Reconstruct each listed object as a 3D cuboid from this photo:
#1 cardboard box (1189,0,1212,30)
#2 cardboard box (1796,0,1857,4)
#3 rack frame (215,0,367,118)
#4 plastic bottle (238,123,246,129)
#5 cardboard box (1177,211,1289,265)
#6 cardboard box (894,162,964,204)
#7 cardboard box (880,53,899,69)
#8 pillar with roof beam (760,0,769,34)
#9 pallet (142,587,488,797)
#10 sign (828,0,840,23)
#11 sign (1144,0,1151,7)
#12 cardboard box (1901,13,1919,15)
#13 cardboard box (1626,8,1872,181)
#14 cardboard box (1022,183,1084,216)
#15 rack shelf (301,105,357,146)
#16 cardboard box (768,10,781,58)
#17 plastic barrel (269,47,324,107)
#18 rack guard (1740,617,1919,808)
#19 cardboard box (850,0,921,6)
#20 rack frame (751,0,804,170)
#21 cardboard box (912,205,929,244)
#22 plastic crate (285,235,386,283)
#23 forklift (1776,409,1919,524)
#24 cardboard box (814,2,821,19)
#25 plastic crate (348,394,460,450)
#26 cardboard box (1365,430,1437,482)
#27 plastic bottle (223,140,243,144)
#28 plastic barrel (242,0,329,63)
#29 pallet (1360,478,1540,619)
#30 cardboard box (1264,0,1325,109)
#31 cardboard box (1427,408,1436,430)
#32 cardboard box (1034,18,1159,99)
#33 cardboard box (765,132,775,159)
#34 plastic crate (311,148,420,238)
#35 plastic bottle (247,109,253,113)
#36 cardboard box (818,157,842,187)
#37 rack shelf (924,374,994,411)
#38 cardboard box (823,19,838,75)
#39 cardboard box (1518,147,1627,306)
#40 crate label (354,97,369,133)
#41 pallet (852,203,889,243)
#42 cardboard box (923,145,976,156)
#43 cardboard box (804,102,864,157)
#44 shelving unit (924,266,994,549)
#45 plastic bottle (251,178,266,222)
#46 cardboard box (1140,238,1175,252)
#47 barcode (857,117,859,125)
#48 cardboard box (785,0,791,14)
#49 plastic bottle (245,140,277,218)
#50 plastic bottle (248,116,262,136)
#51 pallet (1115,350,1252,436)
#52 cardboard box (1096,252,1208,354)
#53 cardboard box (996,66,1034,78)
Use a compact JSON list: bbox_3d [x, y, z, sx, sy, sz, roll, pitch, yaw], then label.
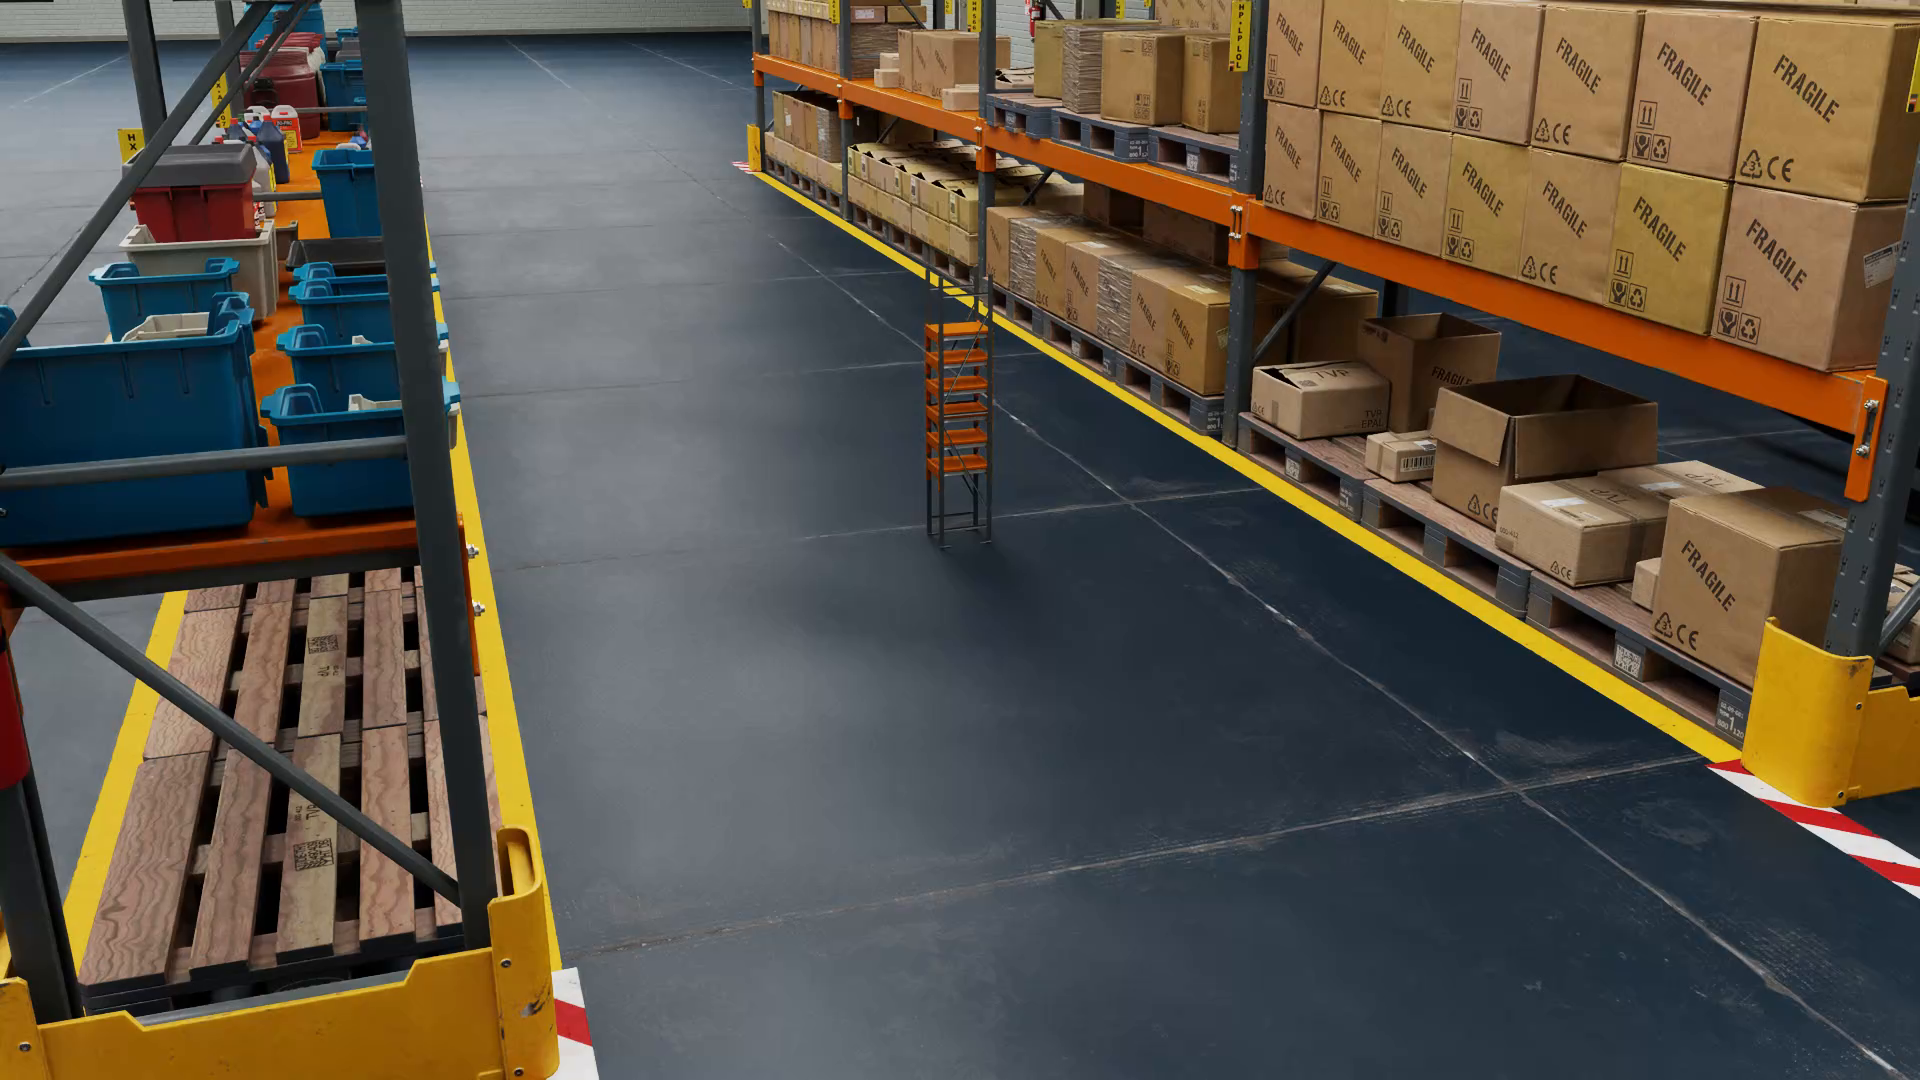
[{"bbox_3d":[2.981,-6.116,19.089,0.500,0.500,0.500,-7,21,-19],"label":"cardboard box"},{"bbox_3d":[5.884,-3.485,10.956,0.500,0.250,0.500,-6,21,-16],"label":"cardboard box"},{"bbox_3d":[-4.077,-2.715,10.539,1.000,3.000,0.127,-6,21,-17],"label":"rack frame"},{"bbox_3d":[-3.977,-2.176,9.228,0.097,0.271,0.097,0,20,0],"label":"plastic bottle"},{"bbox_3d":[1.649,-1.842,10.046,0.500,0.250,0.500,-6,21,-17],"label":"cardboard box"},{"bbox_3d":[-0.253,-3.039,14.058,0.500,0.311,0.500,-6,21,-16],"label":"cardboard box"},{"bbox_3d":[-0.434,-4.300,15.173,0.500,0.250,0.500,-5,20,-14],"label":"cardboard box"},{"bbox_3d":[-9.661,-18.196,44.763,9.100,9.000,0.400,-6,21,-17],"label":"pillar with roof beam"},{"bbox_3d":[-2.164,0.505,5.699,1.003,0.211,1.213,-6,21,-17],"label":"pallet"},{"bbox_3d":[-1.157,-4.909,15.249,0.100,0.325,0.005,-6,21,-17],"label":"sign"},{"bbox_3d":[2.299,-6.685,20.310,0.100,0.325,0.005,-6,21,-17],"label":"sign"},{"bbox_3d":[3.252,-1.361,5.142,0.500,0.500,0.500,-6,21,-16],"label":"cardboard box"},{"bbox_3d":[2.581,-1.466,5.435,0.500,0.500,0.500,-6,21,-16],"label":"cardboard box"},{"bbox_3d":[0.741,-2.607,12.855,0.500,0.311,0.500,-6,21,-15],"label":"cardboard box"},{"bbox_3d":[-4.705,-3.019,12.447,1.077,0.370,4.000,-6,21,-17],"label":"rack shelf"},{"bbox_3d":[-1.753,-5.704,18.711,0.700,0.500,0.500,-6,21,-17],"label":"cardboard box"},{"bbox_3d":[-4.735,-3.211,11.752,0.421,0.512,0.421,0,20,0],"label":"plastic barrel"},{"bbox_3d":[3.117,0.479,5.344,1.175,0.500,0.348,-6,21,-17],"label":"rack guard"},{"bbox_3d":[-0.776,-5.323,15.733,0.700,0.500,0.500,-6,21,-17],"label":"cardboard box"},{"bbox_3d":[-1.888,-5.808,19.148,1.000,3.000,0.127,-6,21,-17],"label":"rack frame"},{"bbox_3d":[-0.091,-2.614,13.702,0.500,0.250,0.500,-6,21,-16],"label":"cardboard box"},{"bbox_3d":[-2.213,-1.000,6.081,0.437,0.125,0.590,-6,21,-17],"label":"plastic crate"},{"bbox_3d":[4.976,-1.413,7.015,1.130,2.935,3.031,-5,20,-14],"label":"forklift"},{"bbox_3d":[-1.237,-5.268,16.537,0.380,0.149,0.250,-6,21,-17],"label":"cardboard box"},{"bbox_3d":[-1.350,-0.278,4.055,0.250,0.136,0.298,-6,21,-17],"label":"plastic crate"},{"bbox_3d":[2.092,-0.396,7.623,0.380,0.166,0.250,-6,21,-17],"label":"cardboard box"},{"bbox_3d":[-3.639,-1.862,8.347,0.152,0.276,0.135,-6,21,-17],"label":"plastic bottle"},{"bbox_3d":[-5.500,-4.079,13.593,0.600,0.901,0.708,-6,21,-17],"label":"plastic barrel"},{"bbox_3d":[2.486,-0.032,7.193,1.003,0.211,1.213,-6,21,-17],"label":"pallet"},{"bbox_3d":[1.765,-2.293,7.737,0.500,0.500,0.500,-6,21,-16],"label":"cardboard box"},{"bbox_3d":[2.507,-0.556,8.092,0.380,0.149,0.250,-6,21,-17],"label":"cardboard box"},{"bbox_3d":[0.932,-3.295,11.384,0.700,0.500,0.500,-15,24,-35],"label":"cardboard box"},{"bbox_3d":[-1.930,-4.516,18.997,0.500,0.250,0.500,-6,21,-17],"label":"cardboard box"},{"bbox_3d":[-2.349,-1.339,6.642,0.392,0.384,0.575,-6,21,-17],"label":"plastic crate"},{"bbox_3d":[-4.237,-2.441,9.967,0.097,0.271,0.097,0,20,0],"label":"plastic bottle"},{"bbox_3d":[-1.131,-3.715,16.768,0.500,0.250,0.500,-6,21,-17],"label":"cardboard box"},{"bbox_3d":[-0.005,-0.640,7.201,0.258,0.103,0.180,-6,21,-17],"label":"rack shelf"},{"bbox_3d":[-0.948,-4.881,16.422,0.700,0.500,0.500,-7,21,-18],"label":"cardboard box"},{"bbox_3d":[2.424,-1.162,6.066,0.500,0.500,0.500,-6,21,-17],"label":"cardboard box"},{"bbox_3d":[-3.853,-2.812,11.055,0.303,0.233,0.416,-6,21,-17],"label":"crate label"},{"bbox_3d":[-0.362,-2.979,15.399,1.003,0.211,1.213,-6,21,-17],"label":"pallet"},{"bbox_3d":[-0.061,-3.426,15.134,0.500,0.311,0.500,-6,21,-16],"label":"cardboard box"},{"bbox_3d":[-1.291,-4.228,17.087,0.500,0.500,0.500,-6,21,-17],"label":"cardboard box"},{"bbox_3d":[-0.005,-0.569,7.227,0.258,1.200,0.189,-6,21,-17],"label":"shelving unit"},{"bbox_3d":[-3.252,-1.567,7.635,0.097,0.201,0.097,0,20,0],"label":"plastic bottle"},{"bbox_3d":[1.477,-1.662,10.653,0.500,0.500,0.500,-7,21,-19],"label":"cardboard box"},{"bbox_3d":[-0.945,-3.880,15.409,0.001,0.075,0.075,-6,21,-17],"label":"barcode"},{"bbox_3d":[-1.643,-5.680,17.686,0.380,0.149,0.250,-7,21,-19],"label":"cardboard box"},{"bbox_3d":[-3.282,-1.684,7.741,0.144,0.351,0.185,-6,21,-17],"label":"plastic bottle"},{"bbox_3d":[-4.034,-2.299,9.571,0.097,0.271,0.097,0,20,0],"label":"plastic bottle"},{"bbox_3d":[1.593,-0.901,9.614,1.003,0.211,1.213,-6,21,-17],"label":"pallet"},{"bbox_3d":[1.152,-1.436,10.024,0.500,0.500,0.500,-6,21,-17],"label":"cardboard box"},{"bbox_3d":[0.530,-3.506,12.872,0.500,0.311,0.500,-7,21,-18],"label":"cardboard box"}]
